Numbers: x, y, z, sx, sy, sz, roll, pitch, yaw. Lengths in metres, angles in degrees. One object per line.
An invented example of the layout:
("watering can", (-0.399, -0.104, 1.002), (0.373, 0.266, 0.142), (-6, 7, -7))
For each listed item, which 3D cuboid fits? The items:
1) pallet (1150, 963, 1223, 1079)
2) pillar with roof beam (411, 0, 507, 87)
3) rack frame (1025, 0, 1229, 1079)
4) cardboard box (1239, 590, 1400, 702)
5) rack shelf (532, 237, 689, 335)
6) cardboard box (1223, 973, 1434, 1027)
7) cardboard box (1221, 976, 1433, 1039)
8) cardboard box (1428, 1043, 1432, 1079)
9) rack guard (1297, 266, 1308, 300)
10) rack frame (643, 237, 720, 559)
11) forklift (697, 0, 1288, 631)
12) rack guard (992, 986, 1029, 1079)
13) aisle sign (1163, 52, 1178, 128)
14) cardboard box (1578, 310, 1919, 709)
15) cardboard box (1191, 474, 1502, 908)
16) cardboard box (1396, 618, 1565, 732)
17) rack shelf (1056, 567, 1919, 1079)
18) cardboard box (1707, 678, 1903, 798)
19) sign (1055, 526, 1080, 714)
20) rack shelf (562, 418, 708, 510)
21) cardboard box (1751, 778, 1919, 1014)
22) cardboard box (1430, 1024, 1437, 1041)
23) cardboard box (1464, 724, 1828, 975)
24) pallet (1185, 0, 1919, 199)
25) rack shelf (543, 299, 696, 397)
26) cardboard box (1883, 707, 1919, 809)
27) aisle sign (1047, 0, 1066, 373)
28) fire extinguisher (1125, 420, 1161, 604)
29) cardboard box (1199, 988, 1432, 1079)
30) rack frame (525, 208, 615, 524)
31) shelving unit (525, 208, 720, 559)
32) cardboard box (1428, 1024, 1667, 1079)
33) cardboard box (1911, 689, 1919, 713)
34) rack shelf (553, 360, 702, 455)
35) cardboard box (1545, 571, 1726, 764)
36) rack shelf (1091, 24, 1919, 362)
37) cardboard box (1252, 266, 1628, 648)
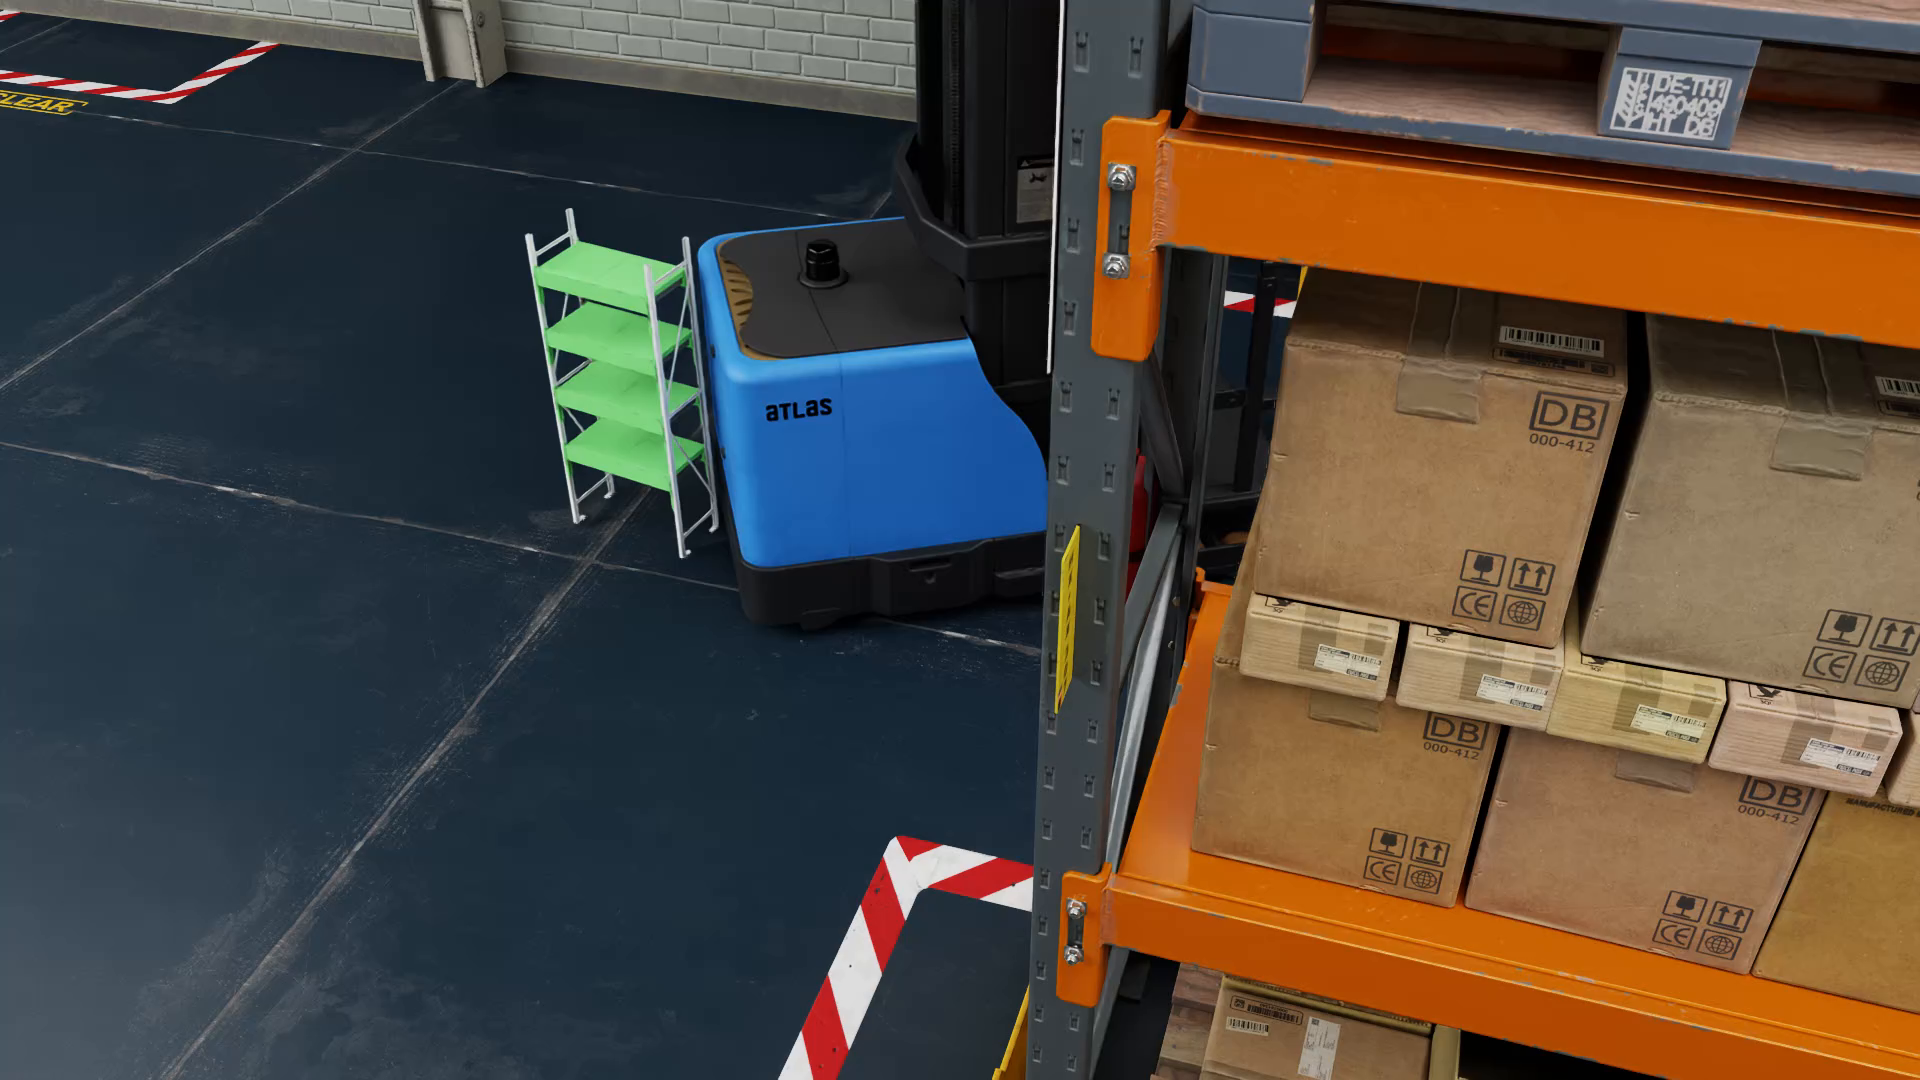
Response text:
("pallet", (1.090, 1.437, 4.120), (1.213, 0.211, 1.003), (10, 38, 14))
("pillar with roof beam", (-4.263, -4.008, 4.104), (0.400, 9.000, 9.100), (10, 38, 14))
("rack frame", (0.348, 0.202, 3.445), (0.127, 3.000, 1.000), (10, 38, 14))
("cardboard box", (0.658, 0.092, 2.963), (0.250, 0.149, 0.380), (10, 38, 14))
("rack shelf", (-1.193, -0.877, 5.728), (0.480, 0.148, 0.258), (17, 40, 22))
("cardboard box", (0.948, 0.765, 4.013), (0.500, 0.500, 0.500), (10, 38, 14))
("cardboard box", (0.948, 1.068, 4.234), (0.500, 0.250, 0.500), (10, 38, 14))
("cardboard box", (1.272, 1.447, 3.718), (0.500, 0.250, 0.500), (10, 38, 14))
("rack guard", (1.894, -1.581, 7.976), (0.348, 0.500, 1.175), (10, 38, 14))
("rack frame", (-0.976, -0.476, 5.885), (0.015, 1.200, 0.240), (17, 40, 22))
("forklift", (0.629, -1.318, 5.568), (3.031, 2.935, 1.130), (-8, 37, -10))
("rack guard", (0.325, 1.205, 4.191), (0.348, 0.500, 1.175), (10, 38, 14))
("aisle sign", (0.372, -1.023, 2.916), (0.004, 0.787, 0.394), (10, 38, 14))
("cardboard box", (1.344, -0.172, 2.774), (0.500, 0.500, 0.700), (10, 37, 13))
("cardboard box", (0.789, 0.252, 3.293), (0.500, 0.500, 0.700), (11, 38, 14))
("cardboard box", (0.911, 0.137, 2.902), (0.250, 0.149, 0.380), (10, 37, 13))
("rack shelf", (2.257, 0.845, 3.178), (4.000, 0.370, 1.077), (10, 38, 14))
("cardboard box", (1.389, 0.228, 2.778), (0.250, 0.149, 0.380), (10, 38, 13))
("sign", (0.176, 0.135, 2.739), (0.005, 0.325, 0.100), (10, 38, 14))
("rack shelf", (-1.193, -0.298, 6.155), (0.480, 0.148, 0.258), (17, 40, 22))
("cardboard box", (1.764, 0.433, 3.047), (0.500, 0.500, 0.700), (11, 38, 14))
("cardboard box", (1.428, 1.150, 4.123), (0.500, 0.250, 0.500), (10, 38, 14))
("cardboard box", (1.292, 0.342, 3.171), (0.500, 0.500, 0.700), (11, 38, 15))
("pallet", (1.015, -0.831, 2.392), (1.213, 0.211, 1.003), (10, 38, 14))
("rack shelf", (-1.193, -0.684, 5.870), (0.480, 0.148, 0.258), (17, 40, 22))
("cardboard box", (1.644, 0.273, 2.716), (0.250, 0.149, 0.380), (9, 37, 12))
("aisle sign", (0.194, -0.683, 2.454), (0.004, 0.787, 0.394), (10, 38, 14))
("fire extinguisher", (0.373, -0.050, 3.853), (0.183, 0.674, 0.296), (10, 38, 14))
("cardboard box", (0.793, 1.361, 3.836), (0.500, 0.250, 0.500), (10, 38, 14))
("rack frame", (-1.410, -0.608, 6.064), (0.015, 1.200, 0.240), (17, 40, 22))
("shelving unit", (-1.193, -0.542, 5.975), (0.503, 1.200, 0.258), (17, 40, 22))
("cardboard box", (1.271, 1.146, 3.495), (0.500, 0.500, 0.500), (10, 38, 14))
("cardboard box", (1.825, -0.083, 2.653), (0.500, 0.500, 0.700), (11, 38, 14))
("rack shelf", (-1.193, -0.491, 6.012), (0.480, 0.148, 0.258), (17, 40, 22))
("cardboard box", (1.148, 0.182, 2.841), (0.250, 0.149, 0.380), (11, 38, 14))
("rack shelf", (2.257, -0.363, 2.289), (4.000, 0.370, 1.077), (10, 38, 14))
("cardboard box", (0.840, -0.261, 2.896), (0.500, 0.500, 0.700), (11, 38, 14))
